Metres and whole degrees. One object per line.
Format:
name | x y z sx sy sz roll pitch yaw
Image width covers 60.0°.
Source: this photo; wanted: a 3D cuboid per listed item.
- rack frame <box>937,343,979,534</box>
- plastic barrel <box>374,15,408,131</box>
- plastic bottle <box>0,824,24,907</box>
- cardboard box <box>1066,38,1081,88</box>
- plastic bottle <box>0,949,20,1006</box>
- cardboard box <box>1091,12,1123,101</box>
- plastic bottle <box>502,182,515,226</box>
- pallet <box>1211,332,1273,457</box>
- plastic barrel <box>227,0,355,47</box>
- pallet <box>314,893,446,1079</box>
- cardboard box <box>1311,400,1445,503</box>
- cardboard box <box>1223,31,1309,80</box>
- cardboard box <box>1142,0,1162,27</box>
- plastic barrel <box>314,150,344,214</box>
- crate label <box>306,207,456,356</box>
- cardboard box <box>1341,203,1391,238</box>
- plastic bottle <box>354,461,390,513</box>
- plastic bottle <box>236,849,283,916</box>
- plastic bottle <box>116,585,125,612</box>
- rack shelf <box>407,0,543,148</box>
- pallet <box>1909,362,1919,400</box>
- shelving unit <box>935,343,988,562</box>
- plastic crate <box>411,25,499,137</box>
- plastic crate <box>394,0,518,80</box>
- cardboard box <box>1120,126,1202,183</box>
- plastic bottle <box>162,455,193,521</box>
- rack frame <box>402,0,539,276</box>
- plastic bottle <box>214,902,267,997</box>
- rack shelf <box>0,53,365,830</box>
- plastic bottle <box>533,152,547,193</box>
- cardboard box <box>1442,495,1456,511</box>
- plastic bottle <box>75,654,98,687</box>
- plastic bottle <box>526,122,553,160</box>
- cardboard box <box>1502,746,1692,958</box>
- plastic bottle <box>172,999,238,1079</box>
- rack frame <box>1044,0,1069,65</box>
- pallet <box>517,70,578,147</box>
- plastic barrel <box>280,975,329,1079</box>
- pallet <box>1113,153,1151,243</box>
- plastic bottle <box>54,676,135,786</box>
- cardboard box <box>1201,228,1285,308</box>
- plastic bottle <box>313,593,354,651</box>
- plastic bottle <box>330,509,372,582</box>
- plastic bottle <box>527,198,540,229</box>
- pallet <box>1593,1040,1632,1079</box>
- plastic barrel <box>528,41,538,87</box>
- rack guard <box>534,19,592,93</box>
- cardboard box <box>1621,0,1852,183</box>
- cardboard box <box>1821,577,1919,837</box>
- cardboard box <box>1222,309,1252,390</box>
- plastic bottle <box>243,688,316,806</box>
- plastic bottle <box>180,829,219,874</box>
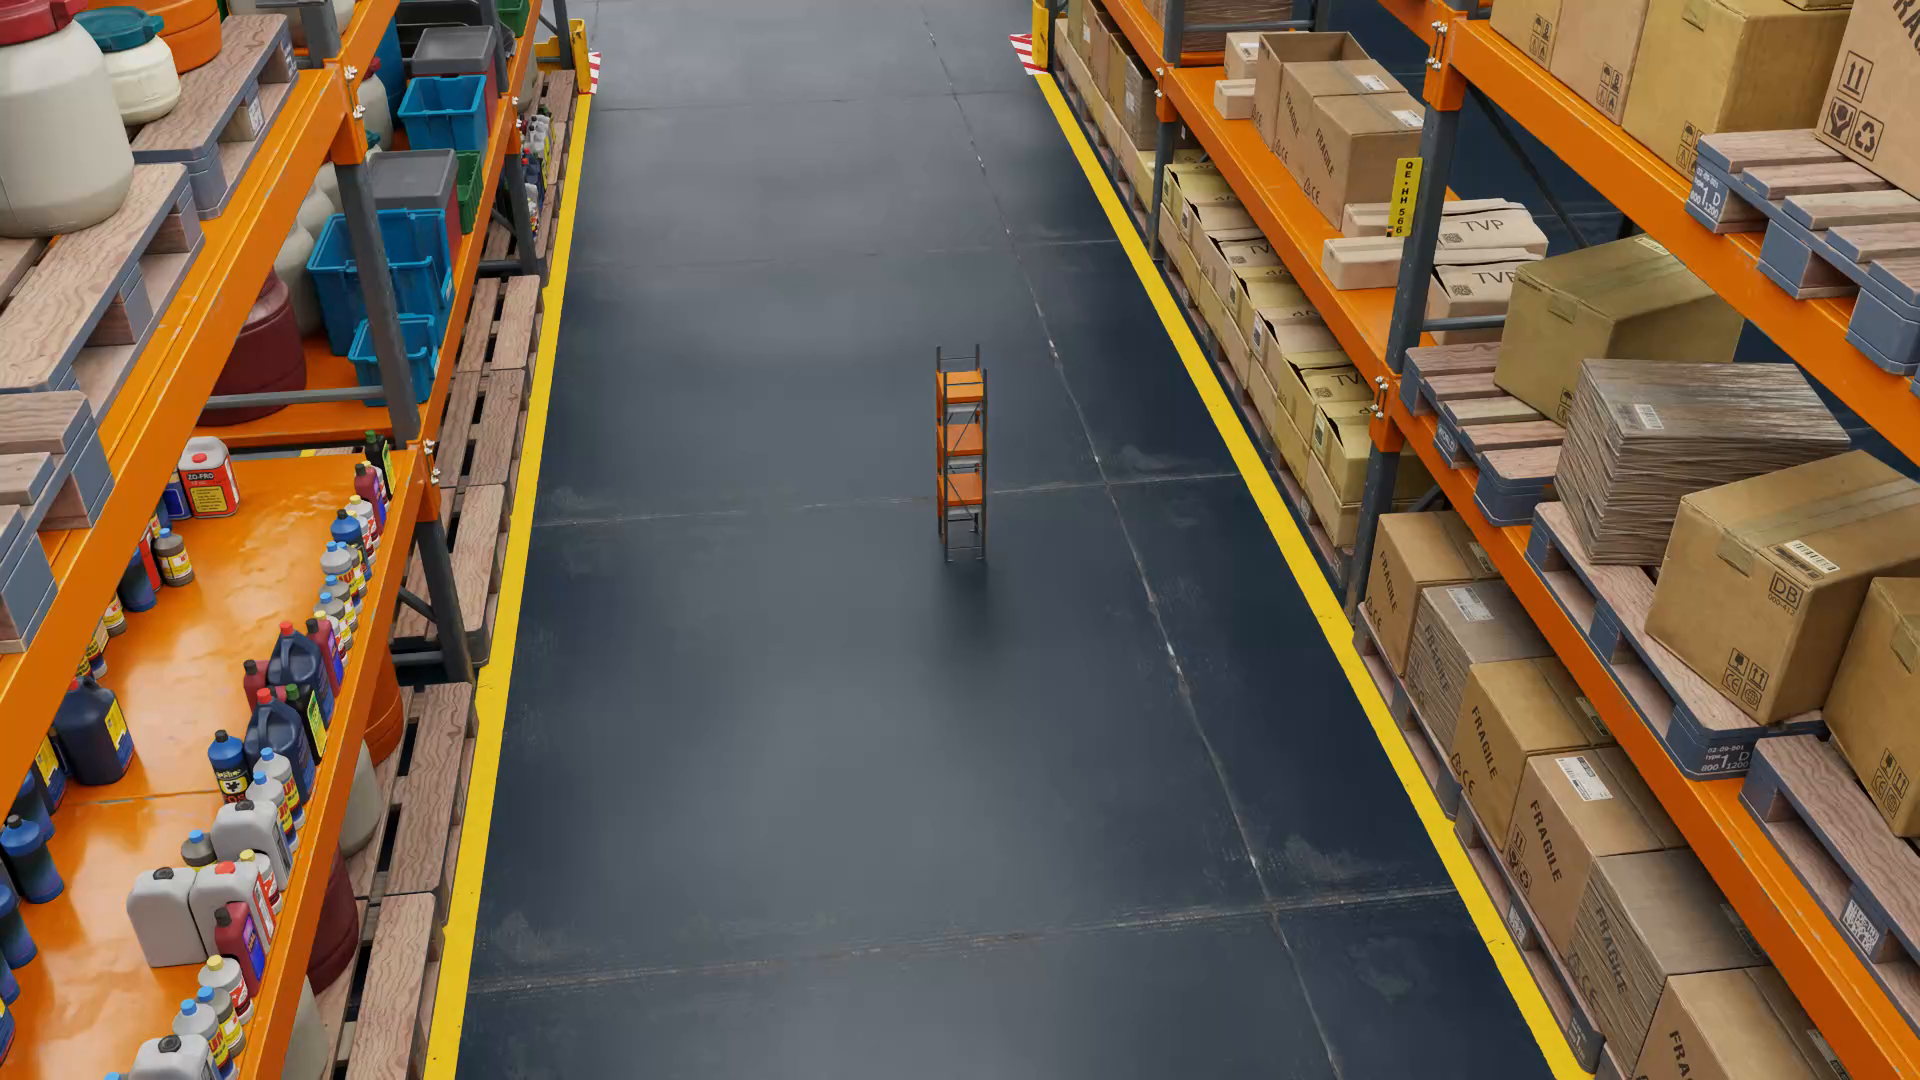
rack frame | -0.009 -0.472 8.010 0.200 1.050 0.008 -4 35 -6
plastic barrel | -3.402 -2.735 9.155 0.600 0.901 0.708 -4 35 -6
plastic bottle | -2.618 0.864 4.429 0.152 0.276 0.135 -4 35 -6
cardboard box | 1.140 -3.814 13.252 0.500 0.250 0.500 -4 35 -6
plastic bottle | -2.447 1.050 4.160 0.097 0.271 0.097 0 34 0
cardboard box | 1.268 -3.566 12.221 0.500 0.500 0.500 -4 35 -6
plastic bottle | -2.938 -2.207 10.846 0.061 0.283 0.133 -4 35 -6
pallet | 2.060 -0.897 9.379 1.003 0.211 1.213 -4 35 -6
plastic barrel | -2.354 -2.017 5.783 0.421 0.512 0.421 0 34 0
pallet | -2.308 1.734 5.518 1.003 0.211 1.213 -4 35 -6
cardboard box | 1.978 -0.450 7.818 0.500 0.311 0.500 -3 34 -5
cardboard box | 1.864 -2.806 9.838 0.500 0.250 0.500 -2 34 -3
cardboard box | 1.612 -3.722 10.959 0.700 0.500 0.500 -5 35 -7
plastic barrel | -3.086 -1.621 7.845 0.433 0.535 0.433 0 34 0
crate label | -2.482 -1.124 7.204 0.502 0.435 0.616 -4 35 -6
cardboard box | 2.066 -1.511 8.027 0.380 0.149 0.250 -2 34 -3
plastic bottle | -2.141 -0.193 6.046 0.097 0.201 0.097 0 34 0
plastic bottle | -1.876 0.909 4.429 0.097 0.201 0.097 0 34 0
plastic bottle | -2.843 0.116 5.520 0.061 0.283 0.133 -4 35 -6
rack shelf | -3.423 -3.585 11.486 1.077 0.370 4.000 -4 35 -6
pallet | 2.813 -0.207 3.393 1.213 0.211 1.003 -4 35 -6
shelving unit | 0.007 -0.404 7.911 0.215 1.050 0.252 -4 35 -6
plastic crate | -2.786 -2.546 9.266 0.402 0.464 0.583 -4 35 -6
plastic crate | -3.098 -3.043 10.106 0.767 0.338 0.504 -4 35 -6
cardboard box | 1.419 -2.699 11.616 0.500 0.250 0.500 -4 35 -6
plastic bottle | -2.878 -0.217 6.015 0.152 0.276 0.135 -4 35 -6
rack frame | -3.154 -2.767 9.646 1.000 3.000 0.127 -4 35 -6
plastic bottle | -1.824 1.013 4.203 0.061 0.283 0.133 -4 35 -6
rack shelf | -2.347 -0.361 4.091 1.077 0.370 4.000 -4 35 -6
plastic bottle | -2.858 -2.508 11.289 0.061 0.283 0.133 -3 34 -4
cardboard box | 2.514 -0.259 8.036 0.500 0.250 0.500 -4 35 -7
plastic bottle | -2.765 0.367 5.162 0.097 0.271 0.097 0 34 0
plastic bottle | -2.985 -2.843 11.786 0.152 0.276 0.135 -5 35 -8
cardboard box | 2.285 1.082 5.828 0.500 0.500 0.500 -5 35 -8
plastic bottle | -1.800 1.193 3.951 0.097 0.271 0.097 0 34 0
rack frame | 1.217 -5.372 13.469 1.000 3.000 0.127 -4 35 -6
pallet | -3.531 -3.354 12.984 1.003 0.211 1.213 -4 35 -6
plastic barrel | -2.217 1.530 5.177 0.421 0.512 0.421 0 34 0
pallet | 1.690 -2.434 11.635 1.003 0.211 1.213 -4 35 -6
plastic bottle | -2.541 0.529 4.855 0.144 0.351 0.185 -4 35 -6
cardboard box | 1.697 -1.591 9.491 0.500 0.311 0.500 -5 35 -8
plastic bottle | -2.032 0.261 5.379 0.097 0.201 0.097 0 34 0
plastic bottle | -2.084 0.015 5.678 0.097 0.271 0.097 0 34 0
plastic bottle | -2.790 -2.117 10.786 0.097 0.201 0.097 0 34 0
pallet | 2.684 2.026 5.090 1.003 0.211 1.213 -4 35 -6
plastic barrel | -3.528 -3.783 12.973 0.421 0.512 0.421 0 34 0
rack guard | -3.635 -3.927 13.568 1.175 0.500 0.348 -4 35 -6
cardboard box | 2.524 -1.373 4.848 0.910 0.500 0.500 -4 35 -6
cardboard box | 2.834 0.449 4.465 0.700 0.500 0.500 1 34 1
cardboard box | 1.771 -1.075 9.233 0.500 0.250 0.500 -4 34 -5
plastic bottle | -1.962 0.587 4.769 0.144 0.351 0.185 -4 35 -6
plastic bottle | -2.039 0.866 4.492 0.097 0.201 0.097 0 34 0
